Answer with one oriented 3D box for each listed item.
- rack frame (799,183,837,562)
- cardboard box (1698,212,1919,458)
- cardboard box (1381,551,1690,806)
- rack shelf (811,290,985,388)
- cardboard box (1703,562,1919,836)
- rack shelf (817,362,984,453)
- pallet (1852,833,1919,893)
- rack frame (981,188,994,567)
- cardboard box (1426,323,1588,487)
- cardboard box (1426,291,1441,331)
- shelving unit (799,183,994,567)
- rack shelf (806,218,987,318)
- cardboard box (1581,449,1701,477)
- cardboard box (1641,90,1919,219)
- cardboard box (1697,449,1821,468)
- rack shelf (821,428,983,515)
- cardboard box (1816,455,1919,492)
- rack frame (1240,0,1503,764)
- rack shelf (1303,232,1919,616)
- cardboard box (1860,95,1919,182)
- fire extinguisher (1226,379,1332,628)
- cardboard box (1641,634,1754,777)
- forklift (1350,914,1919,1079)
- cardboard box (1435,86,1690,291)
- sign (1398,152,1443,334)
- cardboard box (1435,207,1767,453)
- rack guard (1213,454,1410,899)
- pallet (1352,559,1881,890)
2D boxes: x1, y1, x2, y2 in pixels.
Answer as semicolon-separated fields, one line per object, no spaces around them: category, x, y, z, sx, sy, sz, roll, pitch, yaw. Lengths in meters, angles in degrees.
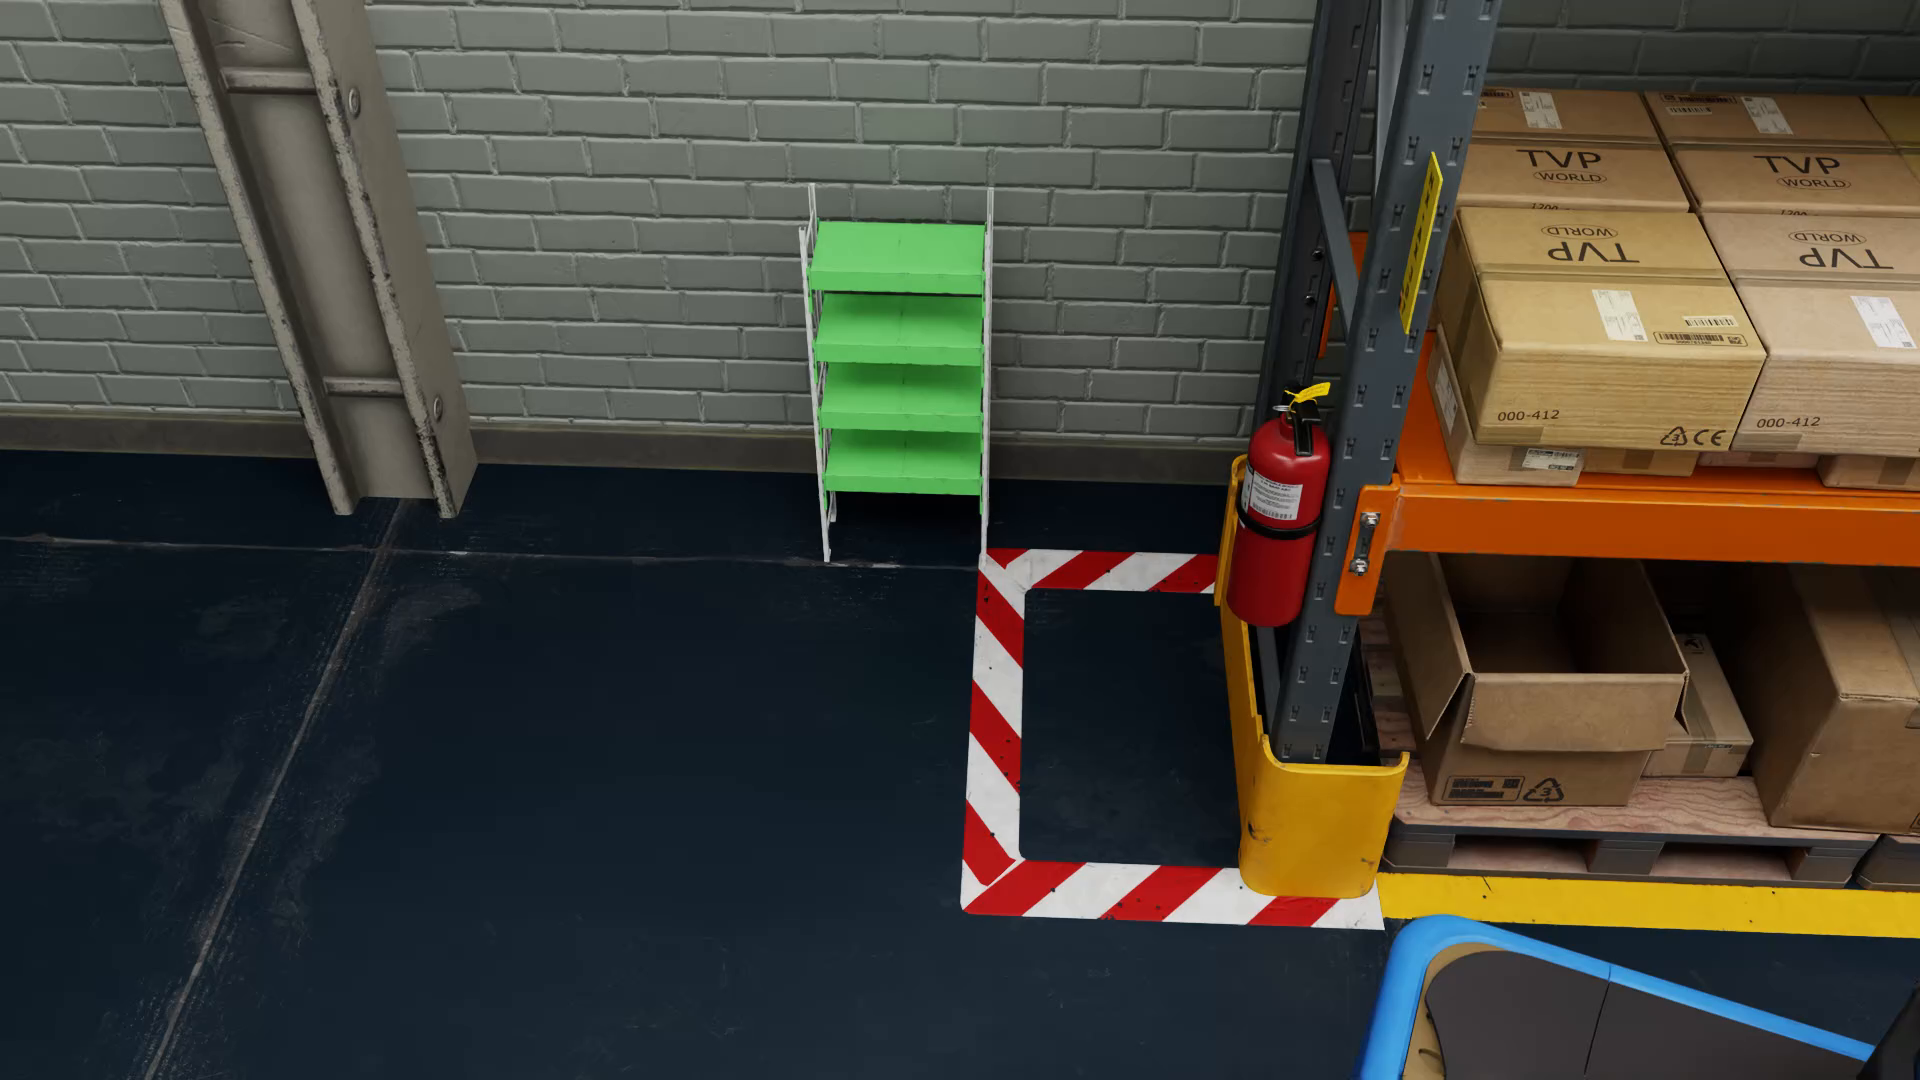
rack frame;-0.409;-0.452;4.855;0.015;1.200;0.240;2;43;2
cardboard box;1.792;-0.423;3.396;0.500;0.250;0.500;2;43;2
cardboard box;1.454;0.261;4.293;0.637;0.503;0.797;0;43;0
rack shelf;-0.166;-0.573;4.726;0.480;0.148;0.258;2;43;2
cardboard box;2.307;0.315;4.237;0.500;0.500;0.700;3;43;4
rack shelf;-0.165;-0.397;4.890;0.480;0.148;0.258;2;43;2
pallet;2.936;0.504;4.555;1.213;0.211;1.003;2;43;2
rack frame;0.078;-0.437;4.838;0.015;1.200;0.240;2;43;2
cardboard box;1.164;-0.293;3.549;0.250;0.149;0.380;1;43;2
cardboard box;1.191;-0.663;3.945;0.250;0.149;0.380;1;43;1
shelving unit;-0.165;-0.444;4.846;0.503;1.200;0.258;2;43;2
rack shelf;-0.166;-0.749;4.563;0.480;0.148;0.258;2;43;2
cardboard box;1.420;-0.317;3.574;0.250;0.149;0.380;3;43;3
cardboard box;1.834;-0.786;3.785;0.500;0.250;0.500;2;43;2
cardboard box;1.684;-0.333;3.591;0.250;0.149;0.380;1;43;1
rack shelf;-0.165;-0.222;5.054;0.480;0.148;0.258;2;43;2
cardboard box;1.934;-0.283;3.538;0.250;0.149;0.380;3;43;3
rack frame;0.848;-0.582;3.674;0.127;3.000;1.000;2;43;2
rack shelf;2.846;-0.258;3.854;4.000;0.370;1.077;2;43;2
cardboard box;2.329;-0.768;3.765;0.500;0.250;0.500;3;43;3
fire extinguisher;0.680;-0.107;3.495;0.183;0.674;0.296;2;43;2
cardboard box;1.877;0.430;4.371;0.250;0.149;0.380;0;43;0
forklift;2.011;1.046;1.977;3.031;2.935;1.130;15;45;16
cardboard box;1.319;-0.803;3.803;0.500;0.250;0.500;3;43;3
sign;0.823;-0.529;2.983;0.005;0.325;0.100;2;43;2
cardboard box;1.289;-0.439;3.412;0.500;0.250;0.500;2;43;2
rack guard;0.924;0.335;4.524;0.348;0.500;1.175;2;43;2
pallet;1.720;0.464;4.597;1.213;0.211;1.003;2;43;2
